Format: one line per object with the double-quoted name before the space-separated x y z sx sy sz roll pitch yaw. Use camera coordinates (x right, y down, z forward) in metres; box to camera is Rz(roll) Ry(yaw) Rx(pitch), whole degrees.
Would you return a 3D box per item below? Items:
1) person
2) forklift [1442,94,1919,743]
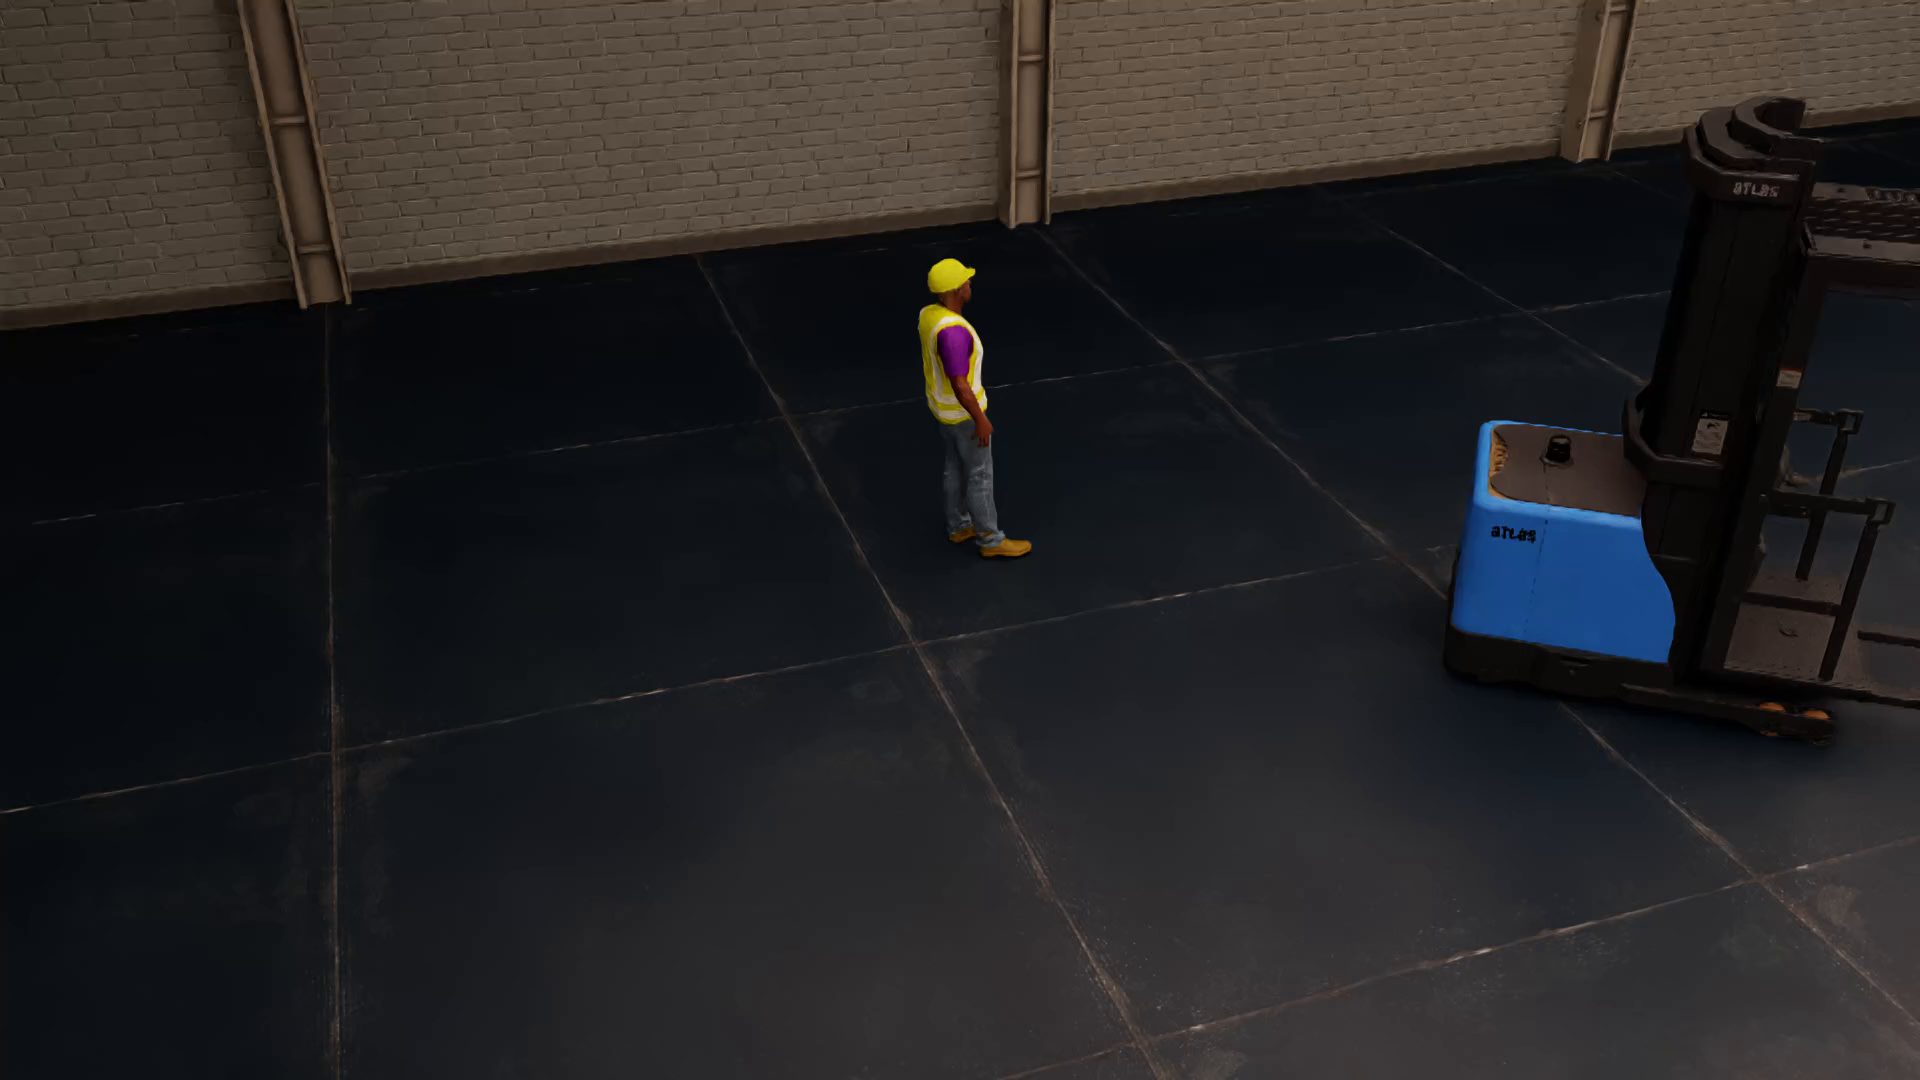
"person" 0.068 -0.780 9.597 0.576 1.766 0.665 -10 31 -16
"forklift" 4.123 -0.557 8.056 3.031 2.935 1.130 9 31 15
